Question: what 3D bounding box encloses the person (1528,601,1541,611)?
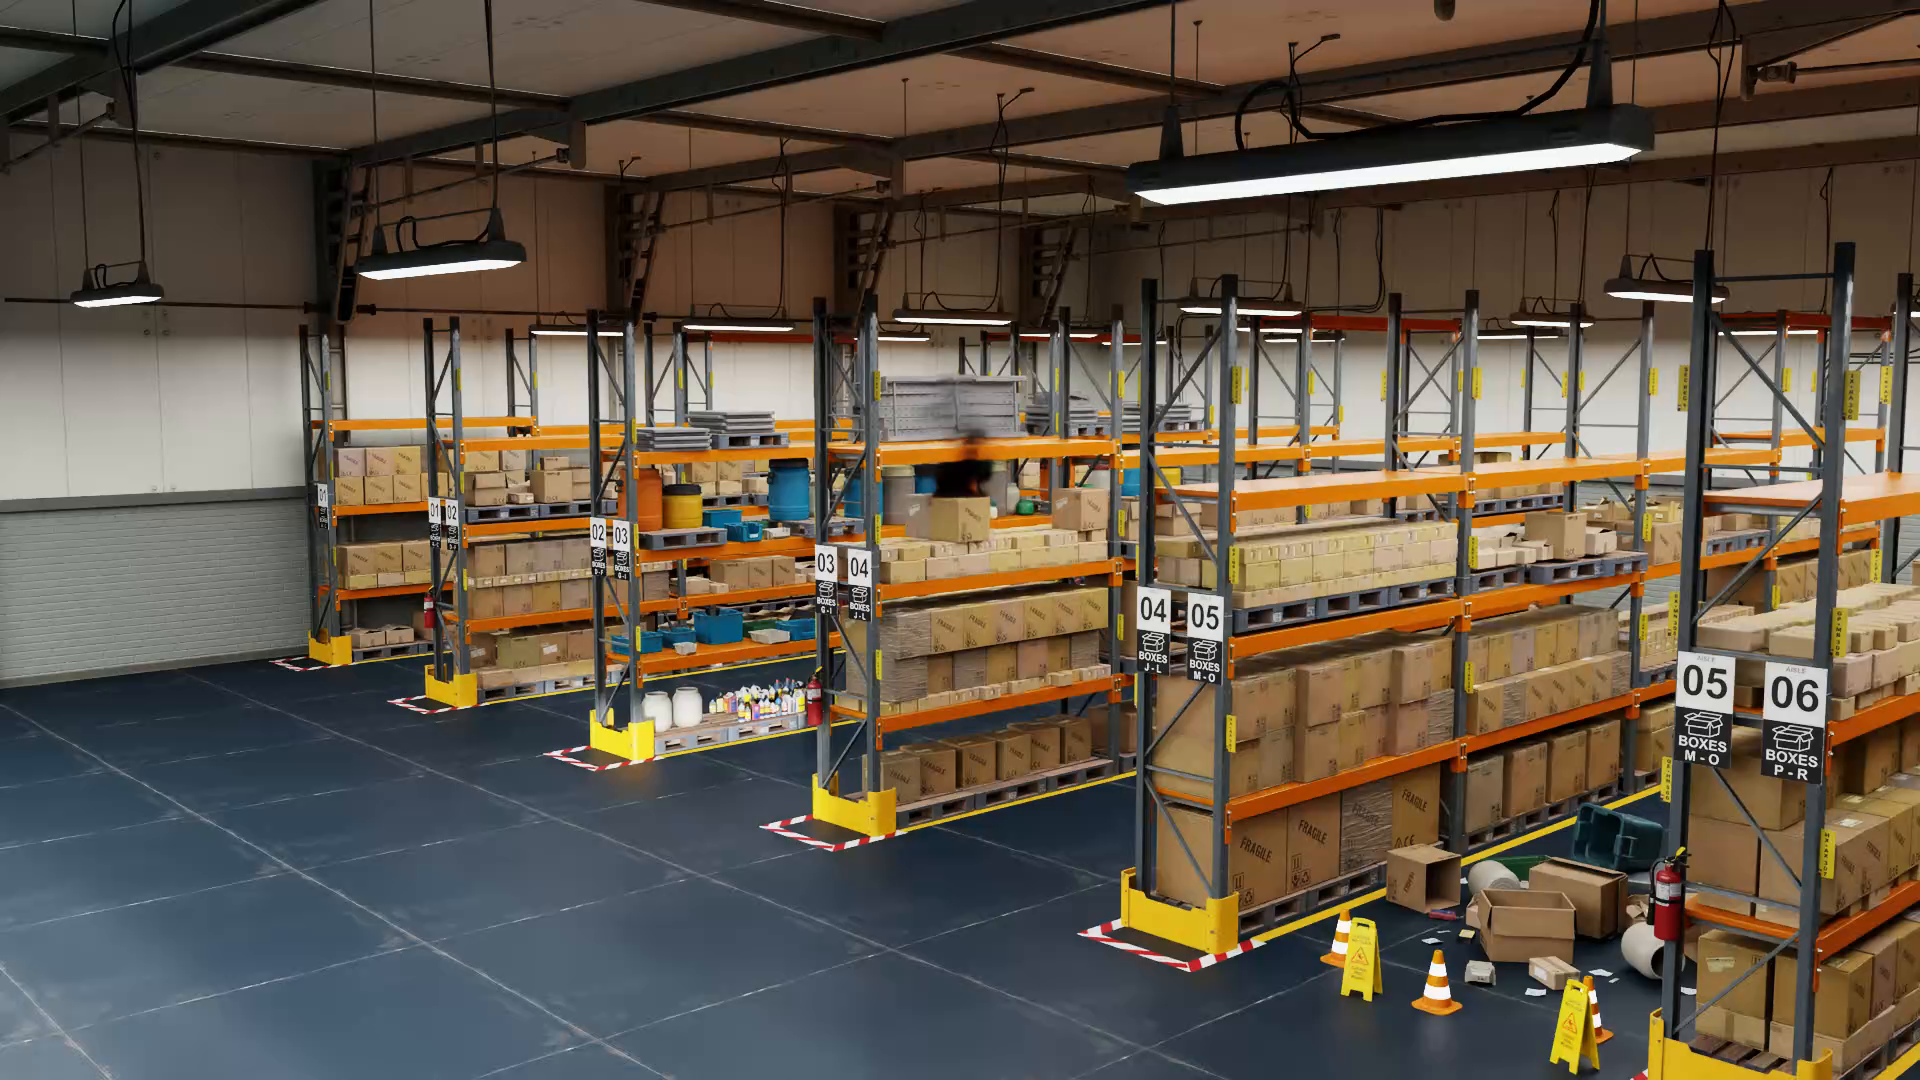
[{"bbox_3d":[8.864,1.762,25.764,0.721,1.646,0.565,-6,8,-44],"label":"person"}]
